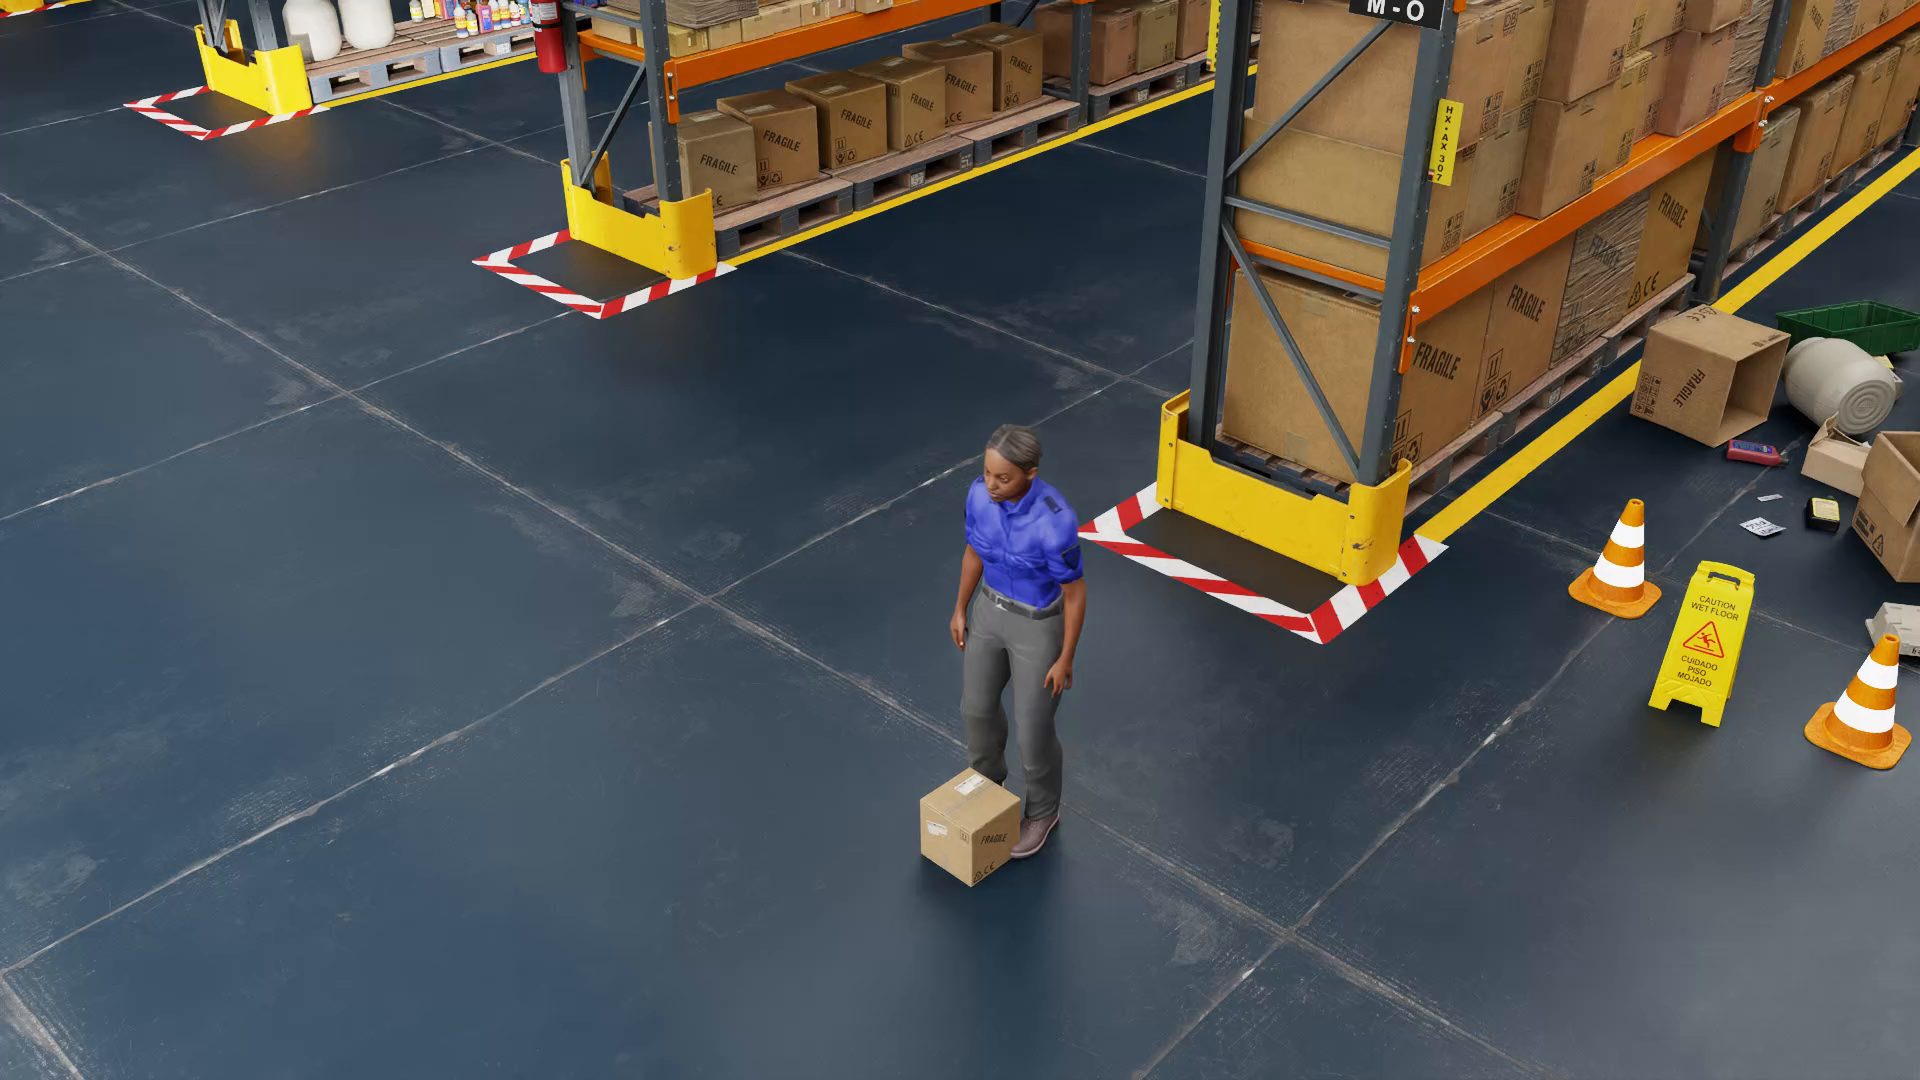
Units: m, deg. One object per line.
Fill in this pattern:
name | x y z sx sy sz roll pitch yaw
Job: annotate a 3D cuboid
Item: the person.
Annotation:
person | 0.182 0.315 5.625 0.521 1.655 0.351 24 39 34
